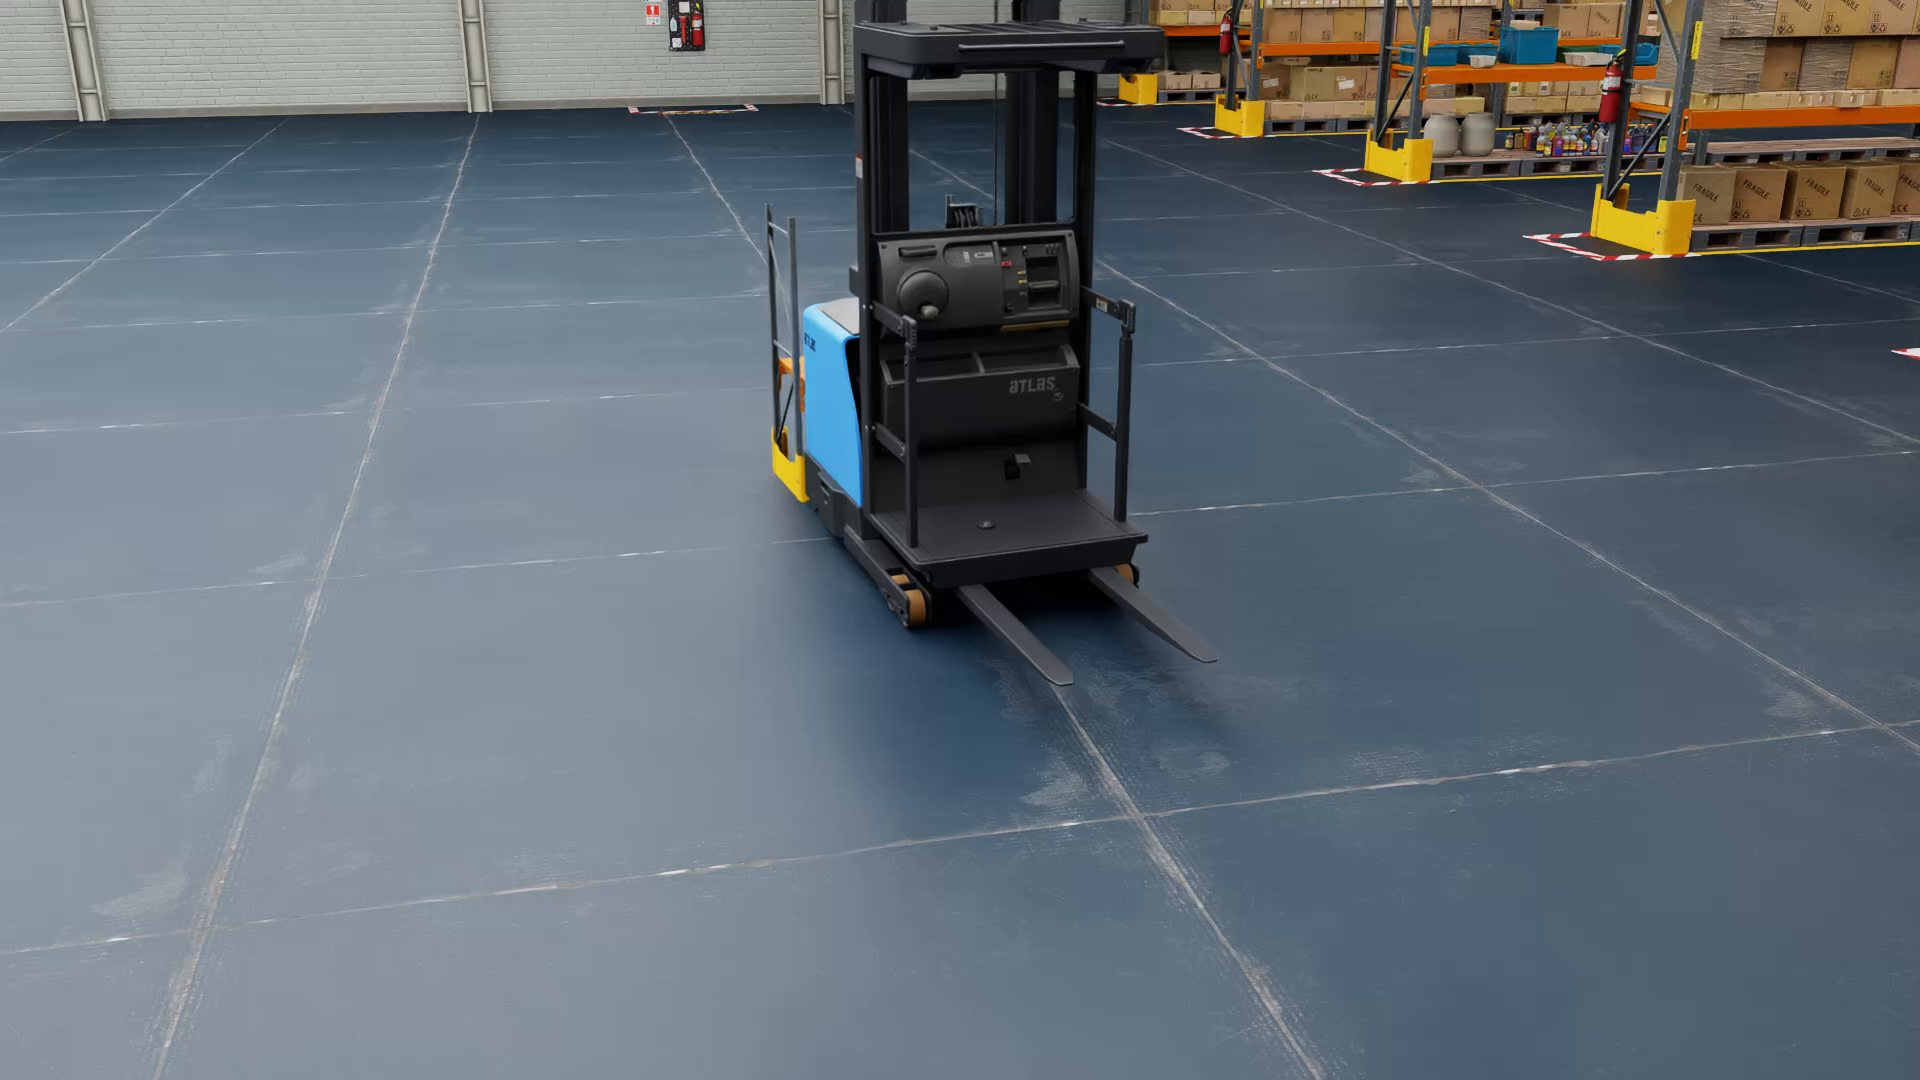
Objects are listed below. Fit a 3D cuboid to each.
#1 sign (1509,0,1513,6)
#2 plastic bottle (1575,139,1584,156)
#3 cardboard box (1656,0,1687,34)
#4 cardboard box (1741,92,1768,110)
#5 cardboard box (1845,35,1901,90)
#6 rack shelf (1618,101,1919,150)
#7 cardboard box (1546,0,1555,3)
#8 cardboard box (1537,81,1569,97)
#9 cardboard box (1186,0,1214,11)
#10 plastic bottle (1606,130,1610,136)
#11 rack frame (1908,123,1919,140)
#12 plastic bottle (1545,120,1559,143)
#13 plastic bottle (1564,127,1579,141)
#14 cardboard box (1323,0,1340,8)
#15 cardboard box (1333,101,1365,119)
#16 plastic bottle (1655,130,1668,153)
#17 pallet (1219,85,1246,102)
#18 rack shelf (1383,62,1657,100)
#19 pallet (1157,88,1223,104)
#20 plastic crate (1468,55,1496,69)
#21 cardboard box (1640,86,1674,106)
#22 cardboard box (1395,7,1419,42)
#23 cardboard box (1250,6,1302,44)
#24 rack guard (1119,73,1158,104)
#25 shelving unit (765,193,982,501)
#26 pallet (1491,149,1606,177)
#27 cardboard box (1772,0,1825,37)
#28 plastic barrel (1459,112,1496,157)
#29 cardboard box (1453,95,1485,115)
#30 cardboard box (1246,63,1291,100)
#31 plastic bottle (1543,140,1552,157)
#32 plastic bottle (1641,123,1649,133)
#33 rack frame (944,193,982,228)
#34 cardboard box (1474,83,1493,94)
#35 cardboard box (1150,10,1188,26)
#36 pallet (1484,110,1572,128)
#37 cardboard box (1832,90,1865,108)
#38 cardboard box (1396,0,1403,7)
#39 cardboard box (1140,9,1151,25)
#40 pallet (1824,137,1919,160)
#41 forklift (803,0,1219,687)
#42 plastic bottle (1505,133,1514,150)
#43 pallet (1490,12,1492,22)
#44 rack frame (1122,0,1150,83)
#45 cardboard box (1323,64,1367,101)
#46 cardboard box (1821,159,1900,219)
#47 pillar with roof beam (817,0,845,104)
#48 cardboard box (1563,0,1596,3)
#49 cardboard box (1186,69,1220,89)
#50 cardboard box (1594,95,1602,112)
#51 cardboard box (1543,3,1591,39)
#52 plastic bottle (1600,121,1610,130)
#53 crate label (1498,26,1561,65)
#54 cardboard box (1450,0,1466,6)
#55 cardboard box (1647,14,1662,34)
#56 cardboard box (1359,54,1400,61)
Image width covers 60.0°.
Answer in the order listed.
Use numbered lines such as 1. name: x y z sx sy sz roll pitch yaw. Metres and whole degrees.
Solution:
1. sign: 8.266 -8.174 24.894 0.005 0.325 0.100 -5 21 -12
2. plastic bottle: 7.743 -4.916 20.802 0.097 0.201 0.097 0 20 0
3. cardboard box: 6.998 -5.066 15.751 0.500 0.500 0.500 -5 21 -12
4. cardboard box: 7.346 -4.136 15.610 0.250 0.149 0.380 -5 21 -12
5. cardboard box: 8.506 -4.645 16.055 0.500 0.500 0.875 -5 21 -12
6. rack shelf: 8.466 -4.104 16.202 4.000 0.370 1.077 -5 21 -12
7. cardboard box: 11.285 -10.212 31.225 0.500 0.500 0.500 -5 21 -12
8. cardboard box: 9.084 -7.073 25.833 0.500 0.311 0.500 -5 21 -13
9. cardboard box: 4.117 -9.521 29.045 0.500 0.500 0.500 -5 21 -12
10. plastic bottle: 8.211 -5.032 20.903 0.185 0.351 0.144 -5 21 -13
11. rack frame: 13.165 -6.574 21.901 0.127 3.000 1.000 -5 21 -12
12. plastic bottle: 7.613 -5.232 21.448 0.185 0.351 0.144 -4 20 -10
13. plastic bottle: 7.853 -5.164 21.372 0.135 0.276 0.152 -5 21 -12
14. cardboard box: 5.421 -7.970 24.623 0.250 0.149 0.380 -5 21 -13
15. cardboard box: 5.789 -6.554 25.232 0.500 0.250 0.500 -5 21 -12
16. plastic bottle: 8.880 -5.040 21.023 0.133 0.283 0.061 -4 20 -10
17. pallet: 5.158 -8.102 30.125 1.213 0.211 1.003 -5 21 -12
18. rack shelf: 7.326 -5.762 20.728 4.000 0.370 1.077 -5 21 -12
19. pallet: 3.973 -8.006 29.864 1.213 0.211 1.003 -5 21 -12
20. plastic crate: 6.325 -5.780 20.117 0.250 0.136 0.298 -5 21 -12
21. cardboard box: 6.750 -4.257 15.940 0.250 0.149 0.380 -5 21 -12
22. cardboard box: 6.705 -7.843 25.220 0.500 0.500 0.700 -4 21 -12
23. cardboard box: 4.701 -7.679 24.771 0.500 0.500 0.700 -5 21 -12
24. rack guard: 3.174 -8.090 29.672 0.348 0.500 1.175 -5 21 -12
25. shelving unit: -0.452 -1.069 9.053 1.083 1.500 0.587 -7 21 -19
26. pallet: 7.420 -4.811 21.142 1.213 0.211 1.003 -5 21 -12
27. cardboard box: 7.606 -4.929 15.377 0.500 0.500 0.500 -5 21 -12
28. plastic barrel: 6.491 -5.087 20.848 0.421 0.512 0.421 0 20 0
29. cardboard box: 7.735 -6.712 25.664 0.500 0.250 0.500 -5 21 -12
30. cardboard box: 4.697 -7.000 25.359 0.500 0.500 0.500 -5 21 -12
31. plastic bottle: 7.317 -4.881 20.707 0.097 0.201 0.097 0 20 0
32. plastic bottle: 8.679 -5.121 21.146 0.185 0.351 0.144 -5 21 -12
33. rack frame: 0.015 -1.130 9.218 0.032 1.500 0.500 -7 21 -19
34. cardboard box: 8.465 -7.213 26.217 0.500 0.311 0.500 -5 21 -12
35. cardboard box: 3.648 -9.129 29.063 0.500 0.250 0.500 -5 21 -14
36. pallet: 8.844 -6.678 26.238 1.213 0.211 1.003 -5 21 -12
37. cardboard box: 8.334 -4.194 15.769 0.250 0.149 0.380 -5 21 -12
38. cardboard box: 6.427 -8.052 24.847 0.250 0.149 0.380 -4 20 -11
39. cardboard box: 3.510 -9.298 29.526 0.500 0.250 0.500 -4 21 -12
40. pallet: 12.402 -5.217 22.249 1.213 0.211 1.003 -5 21 -12
41. forklift: 0.166 -1.154 7.204 1.130 2.935 3.031 -7 21 -19
42. plastic bottle: 7.066 -5.126 21.375 0.097 0.201 0.097 0 20 0
43. pallet: 8.969 -9.630 30.522 1.213 0.211 1.003 -5 21 -12
44. rack frame: 3.100 -9.257 29.225 0.127 3.000 1.000 -5 21 -12
45. cardboard box: 5.787 -6.910 25.113 0.500 0.500 0.500 -5 21 -12
46. cardboard box: 8.872 -3.482 16.482 0.500 0.500 0.500 -7 21 -17
47. pillar with roof beam: -1.266 -10.503 23.905 0.400 9.000 9.100 -5 21 -12
48. cardboard box: 11.417 -10.039 30.753 0.500 0.500 0.500 -4 21 -11
49. cardboard box: 4.349 -8.271 29.802 0.500 0.311 0.500 -3 20 -8
50. cardboard box: 10.082 -6.893 26.158 0.500 0.250 0.500 -4 21 -11
51. cardboard box: 9.400 -8.060 25.811 0.500 0.500 0.500 -3 20 -9
52. plastic bottle: 8.392 -5.295 21.621 0.185 0.351 0.144 -4 21 -11
53. crate label: 7.109 -6.194 20.811 0.616 0.435 0.502 -5 21 -12
54. cardboard box: 7.426 -8.134 25.070 0.250 0.149 0.380 -5 21 -14
55. cardboard box: 11.114 -8.185 26.427 0.500 0.311 0.500 -5 21 -13
56. cardboard box: 7.705 -8.671 30.618 0.500 0.500 0.700 -4 20 -11
